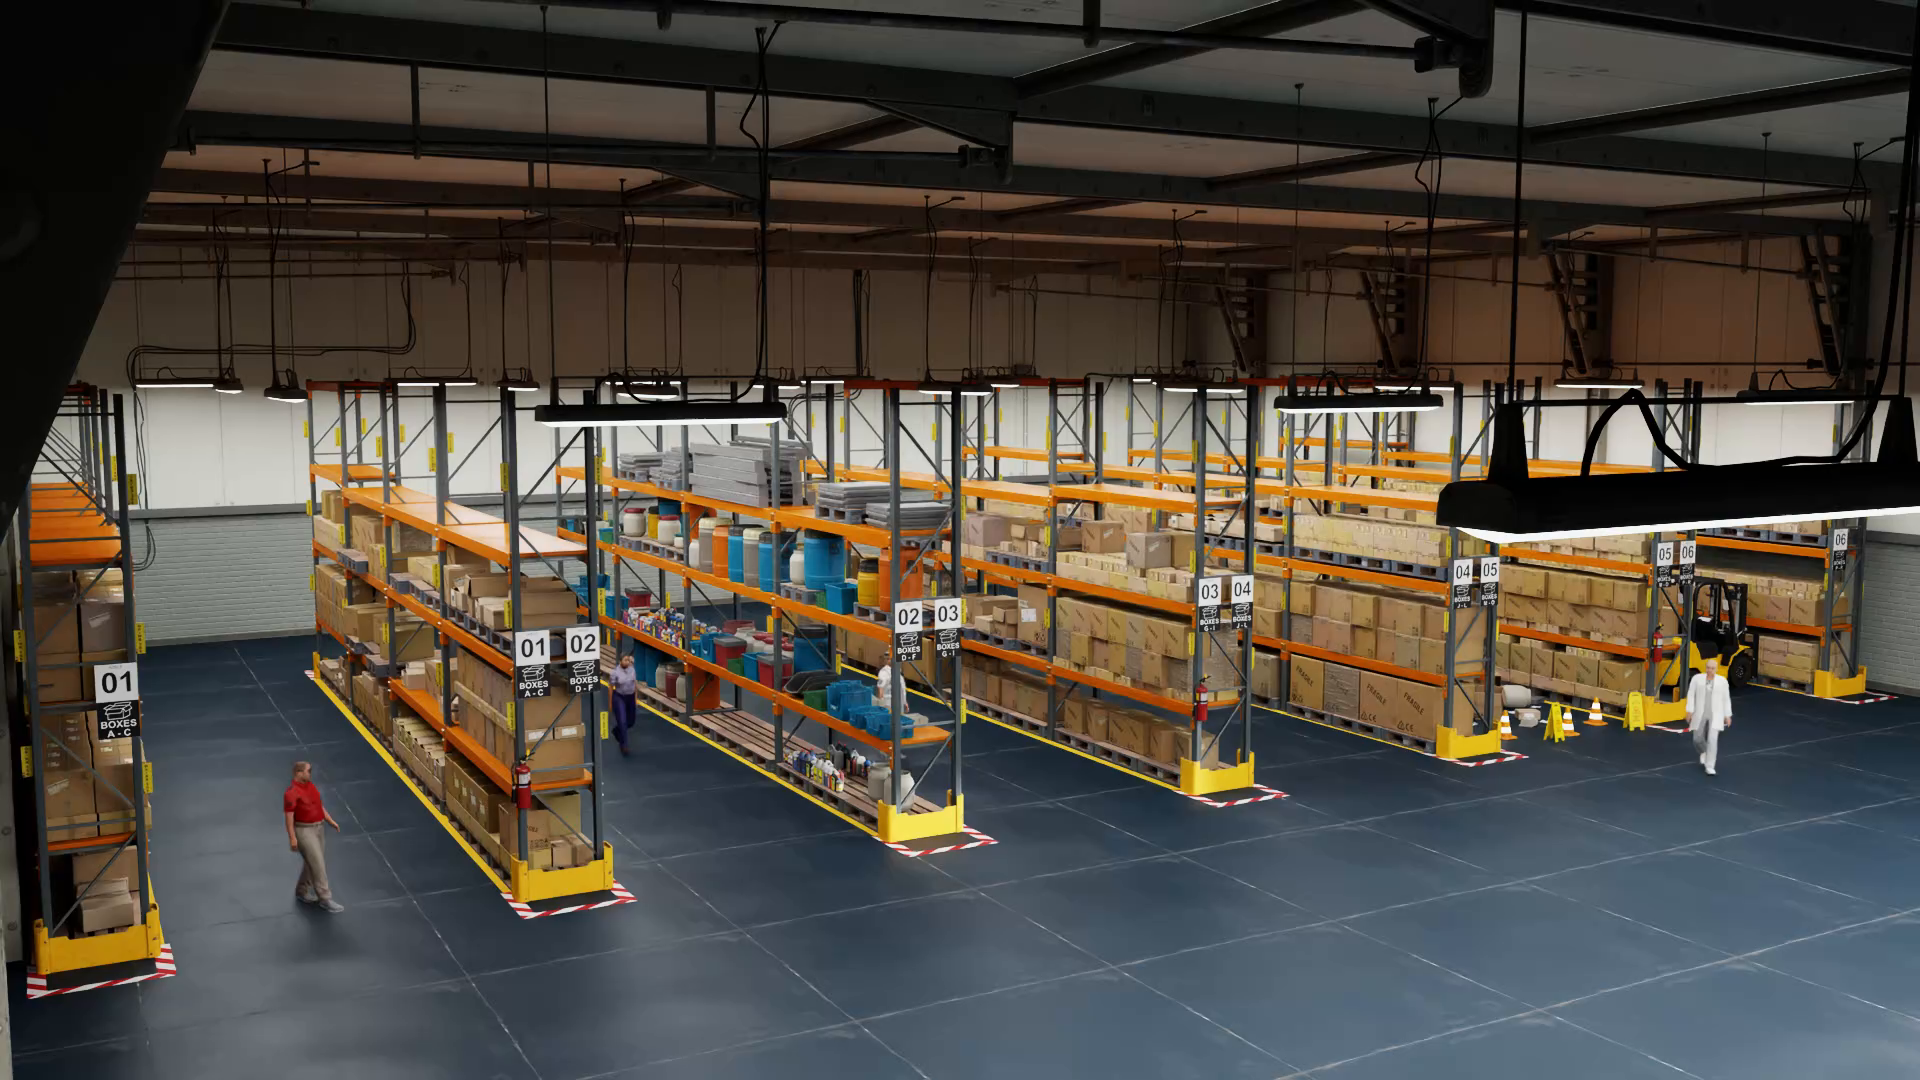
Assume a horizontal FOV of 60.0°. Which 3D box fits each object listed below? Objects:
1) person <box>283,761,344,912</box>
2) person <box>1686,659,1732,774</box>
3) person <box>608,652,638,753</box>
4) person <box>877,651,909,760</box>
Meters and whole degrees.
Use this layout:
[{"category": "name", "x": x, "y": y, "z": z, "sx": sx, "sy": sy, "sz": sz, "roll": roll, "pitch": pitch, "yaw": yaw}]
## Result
[{"category": "person", "x": -7.501, "y": 3.441, "z": 19.437, "sx": 0.775, "sy": 1.725, "sz": 0.575, "roll": 1, "pitch": 6, "yaw": 11}, {"category": "person", "x": 11.658, "y": 2.707, "z": 25.874, "sx": 0.662, "sy": 1.757, "sz": 0.908, "roll": 4, "pitch": 7, "yaw": 31}, {"category": "person", "x": -5.527, "y": 2.629, "z": 27.273, "sx": 0.514, "sy": 1.608, "sz": 0.880, "roll": -6, "pitch": 8, "yaw": -43}, {"category": "person", "x": -1.035, "y": 2.630, "z": 26.493, "sx": 0.466, "sy": 1.746, "sz": 0.576, "roll": 3, "pitch": 7, "yaw": 29}]
